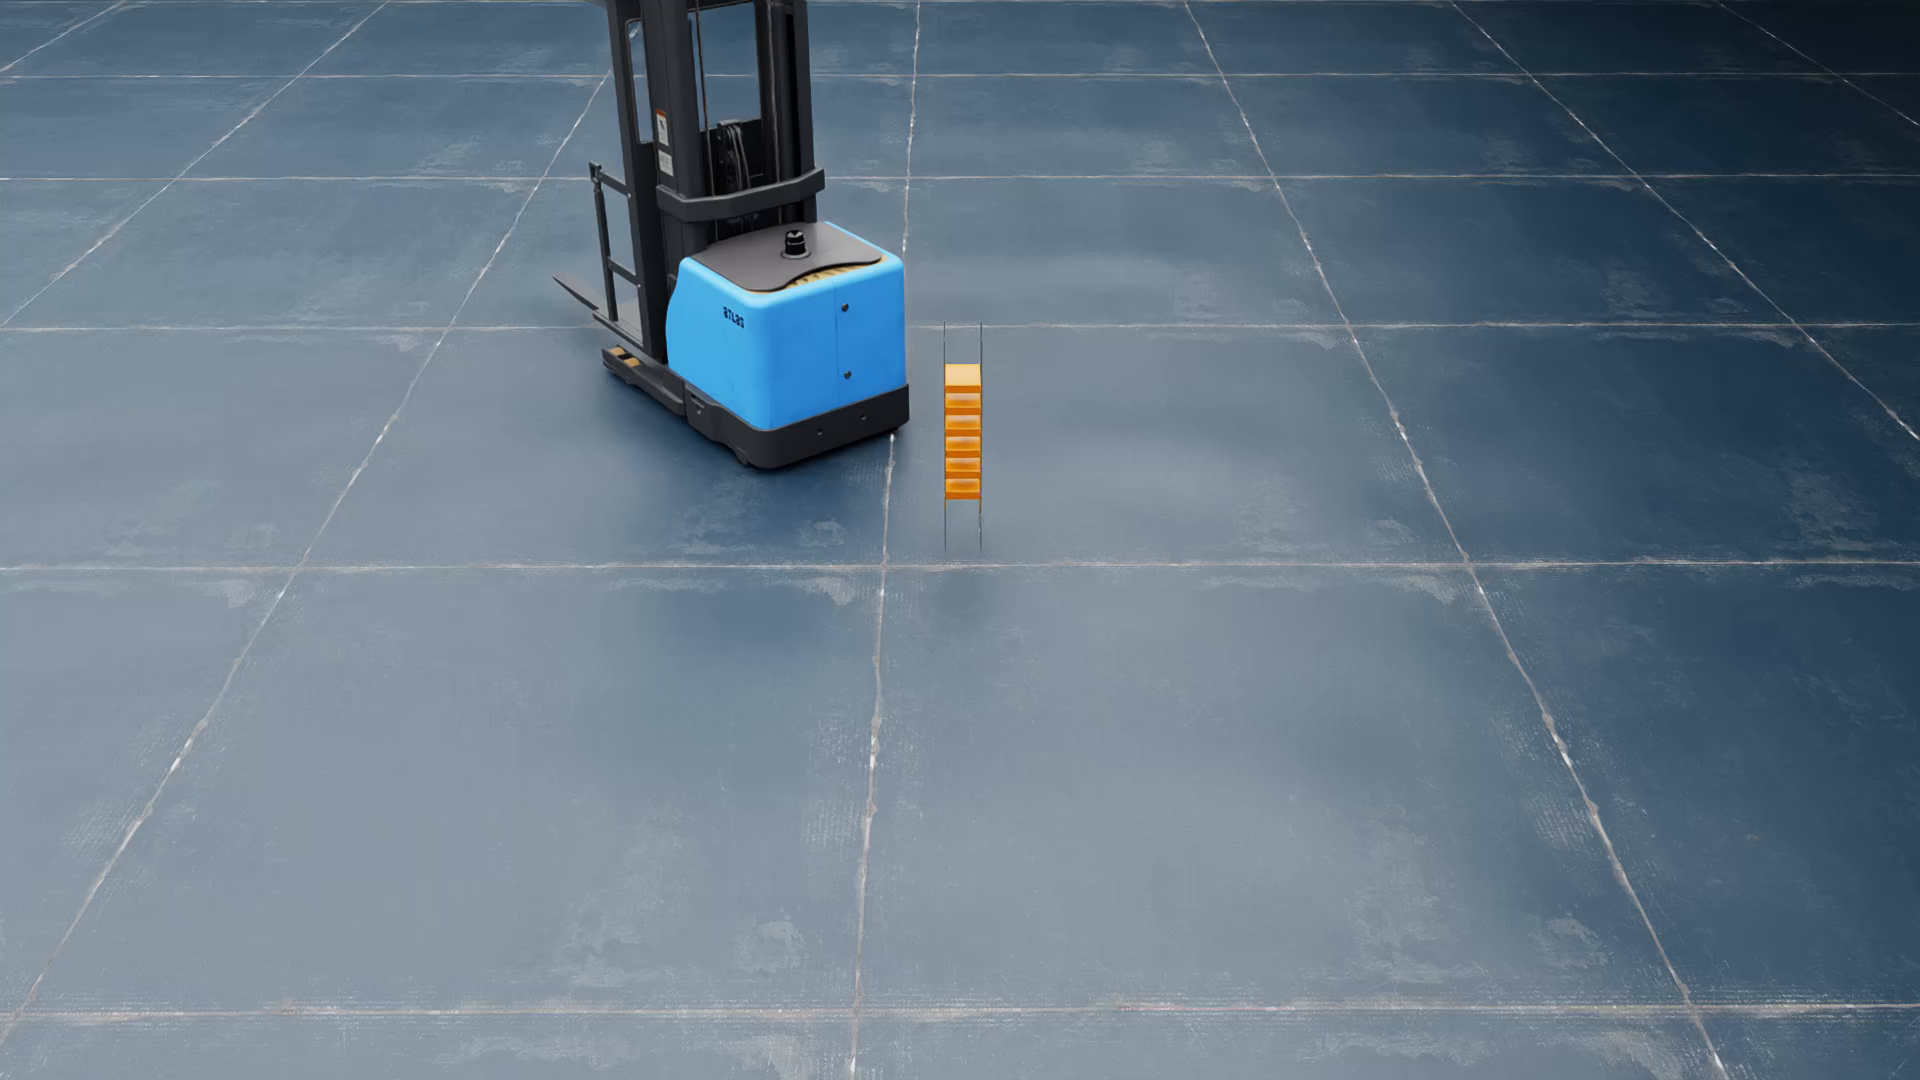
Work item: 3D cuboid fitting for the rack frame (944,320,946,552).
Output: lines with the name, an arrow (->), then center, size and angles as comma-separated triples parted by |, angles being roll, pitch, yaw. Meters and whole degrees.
rack frame -> -0.077, -0.513, 8.438 | 0.006, 1.200, 0.240 | 0, 31, 0

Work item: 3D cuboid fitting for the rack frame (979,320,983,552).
rack frame -> 0.106, -0.513, 8.439 | 0.006, 1.200, 0.240 | 0, 31, 0

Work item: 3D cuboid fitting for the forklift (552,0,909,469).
forklift -> -1.592, -2.356, 9.807 | 1.130, 2.935, 3.031 | -22, 37, -31

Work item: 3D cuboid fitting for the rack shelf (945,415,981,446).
rack shelf -> 0.014, -0.578, 8.400 | 0.180, 0.103, 0.258 | 0, 31, 0

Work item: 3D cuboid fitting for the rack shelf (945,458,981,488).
rack shelf -> 0.014, -0.372, 8.524 | 0.180, 0.103, 0.258 | 0, 31, 0

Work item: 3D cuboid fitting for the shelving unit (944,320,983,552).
shelving unit -> 0.014, -0.513, 8.439 | 0.189, 1.200, 0.258 | 0, 31, 0

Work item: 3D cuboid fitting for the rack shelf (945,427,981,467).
rack shelf -> 0.014, -0.475, 8.462 | 0.180, 0.103, 0.258 | 0, 31, 0

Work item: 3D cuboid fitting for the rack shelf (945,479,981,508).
rack shelf -> 0.014, -0.270, 8.586 | 0.180, 0.103, 0.258 | 0, 31, 0

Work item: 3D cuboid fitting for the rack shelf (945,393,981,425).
rack shelf -> 0.014, -0.680, 8.337 | 0.180, 0.103, 0.258 | 0, 31, 0

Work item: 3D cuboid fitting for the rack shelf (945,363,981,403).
rack shelf -> 0.014, -0.783, 8.275 | 0.180, 0.103, 0.258 | 0, 31, 0
